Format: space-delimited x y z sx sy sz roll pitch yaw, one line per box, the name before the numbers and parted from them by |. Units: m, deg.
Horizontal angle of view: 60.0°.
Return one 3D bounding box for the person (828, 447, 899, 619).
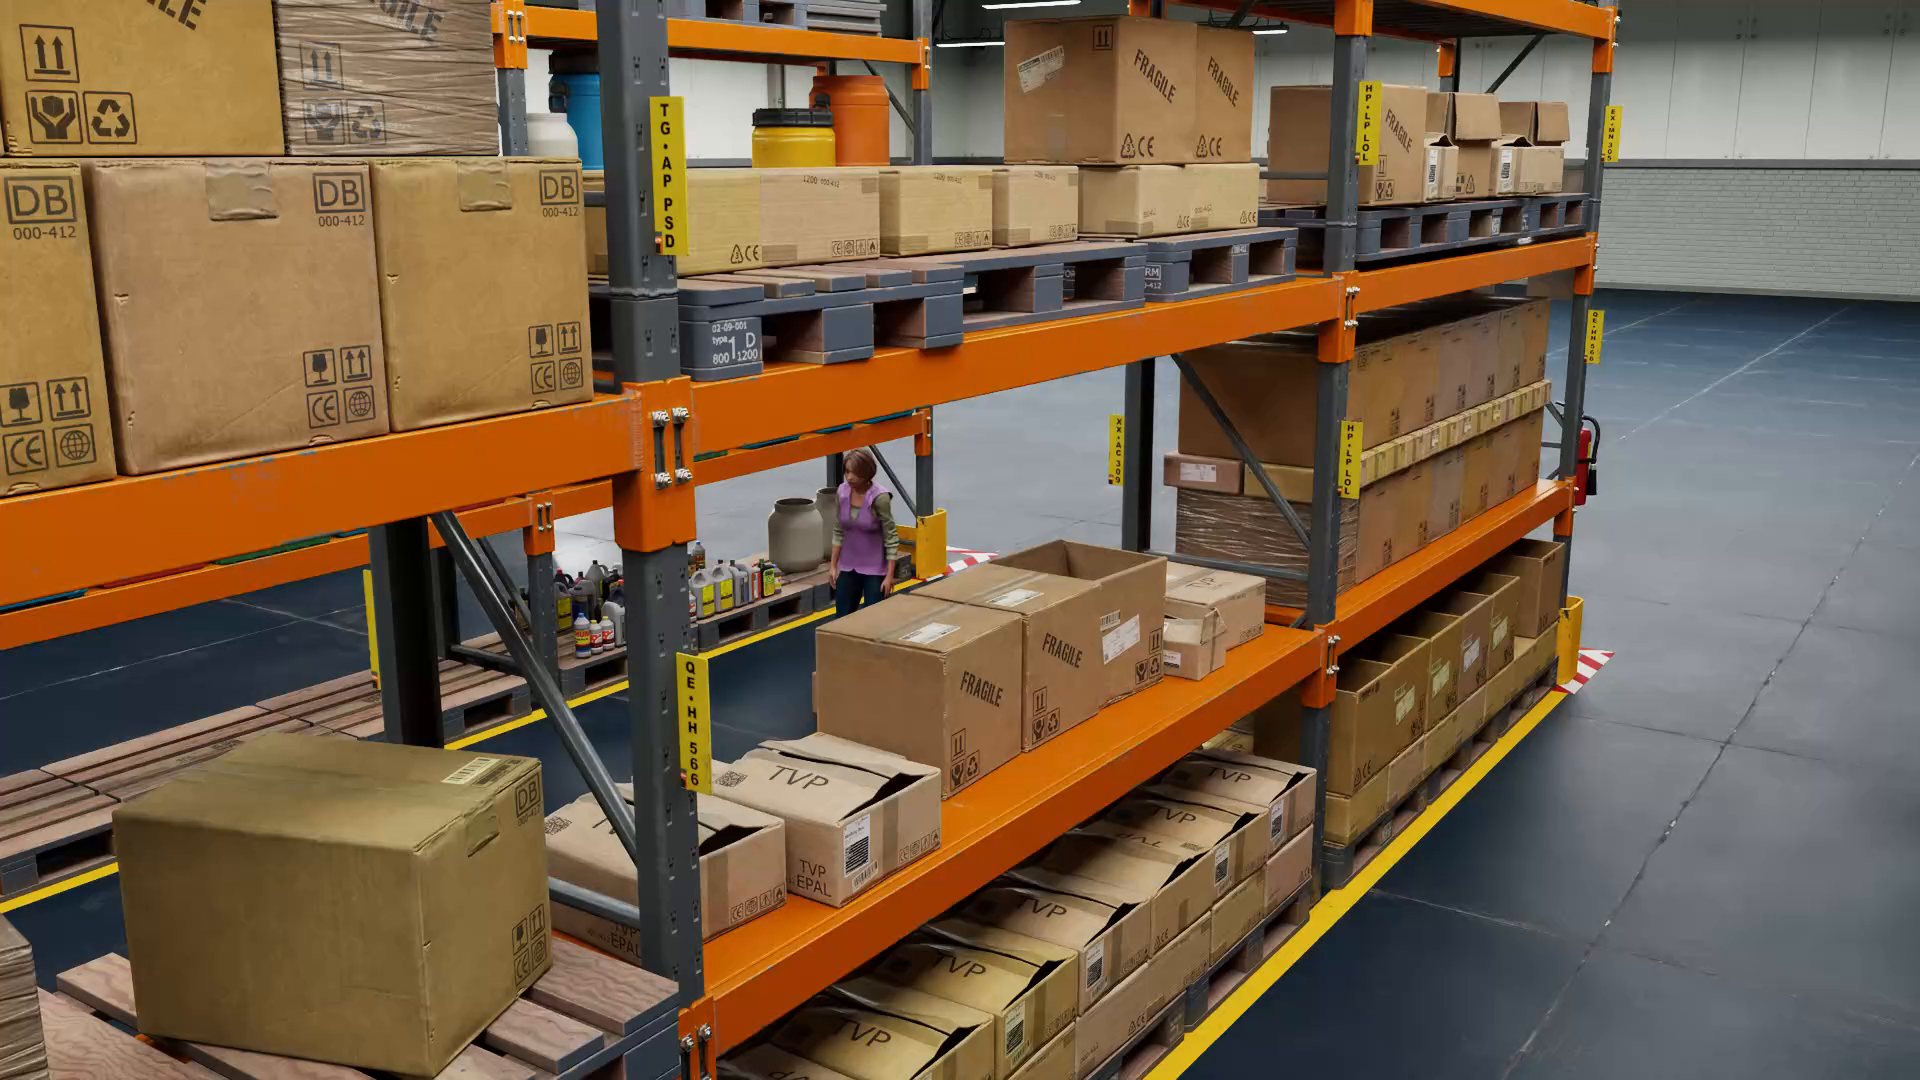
person | -0.593 0.214 10.103 0.482 1.591 0.347 8 15 29
